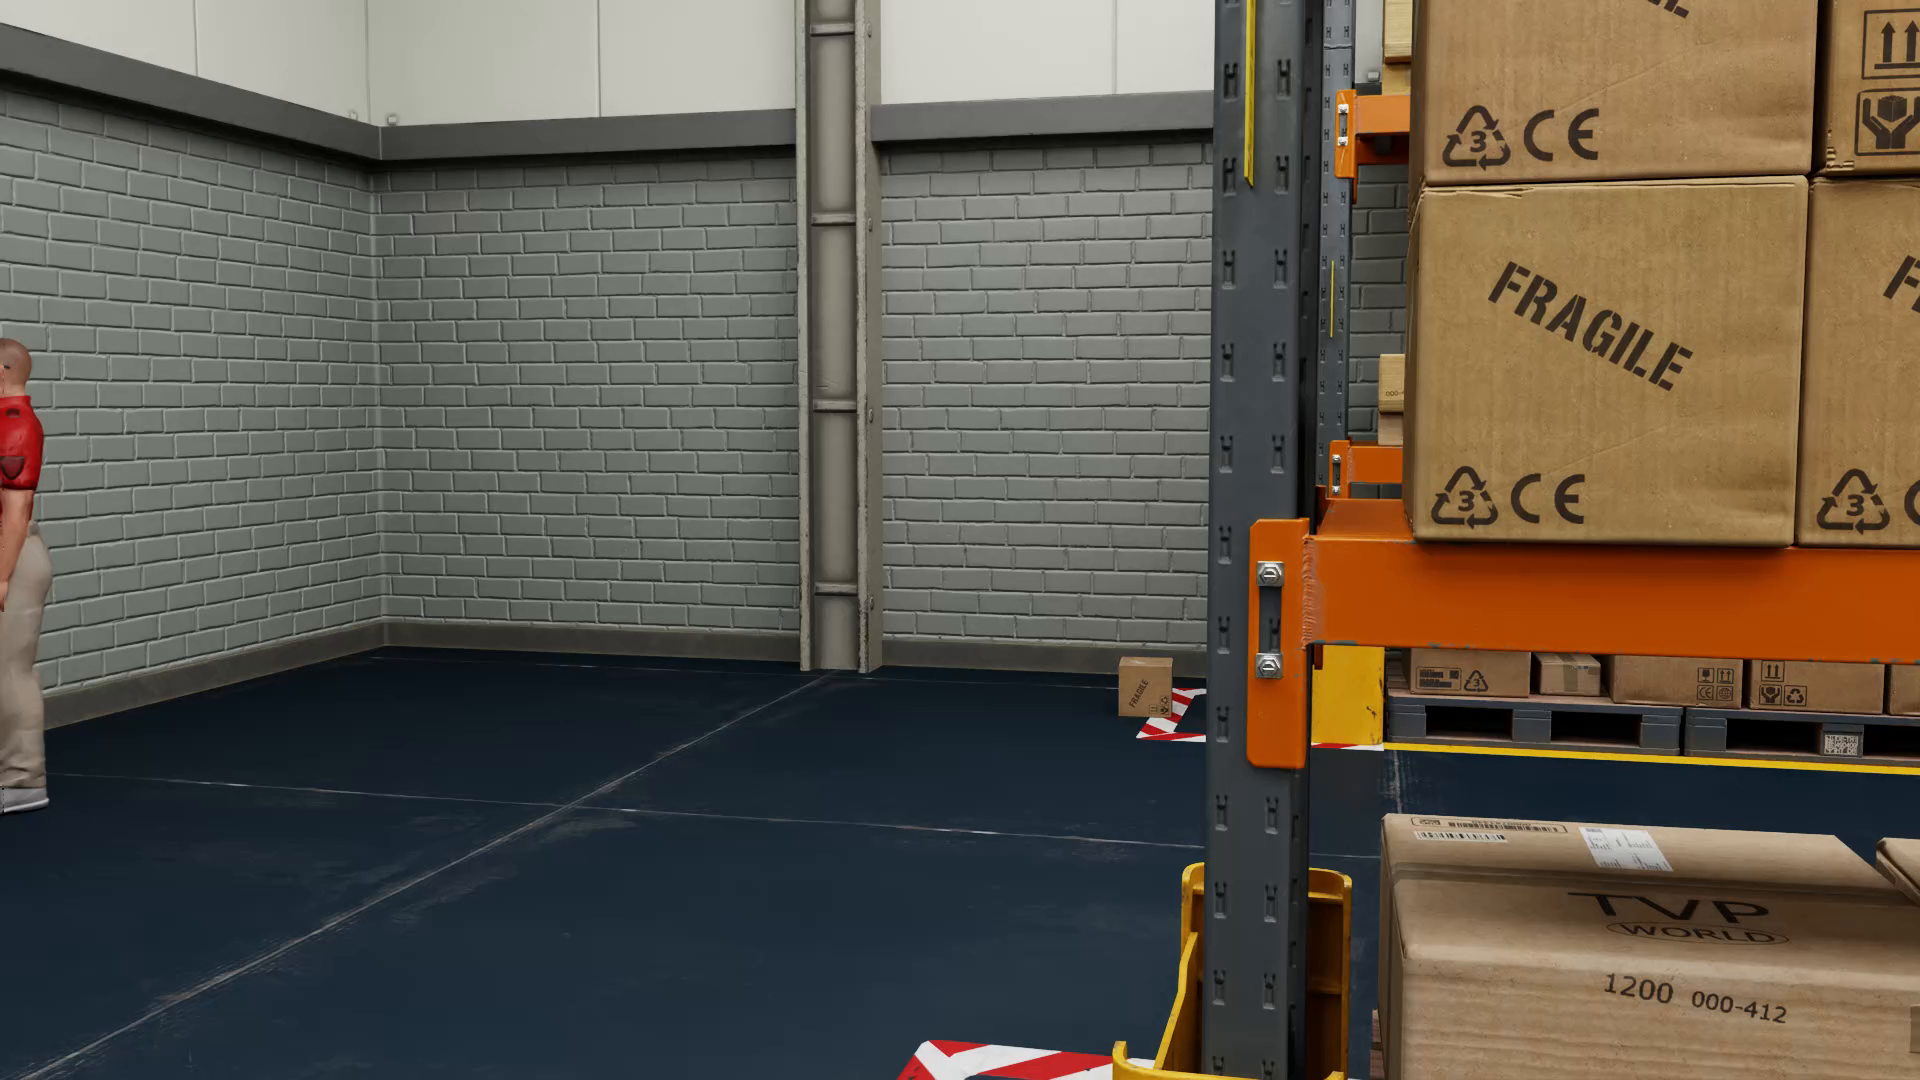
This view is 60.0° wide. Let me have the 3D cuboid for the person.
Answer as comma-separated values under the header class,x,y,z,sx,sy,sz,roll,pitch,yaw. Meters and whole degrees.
class,x,y,z,sx,sy,sz,roll,pitch,yaw
person,-3.548,0.128,6.103,0.386,1.727,0.520,-3,5,-28
